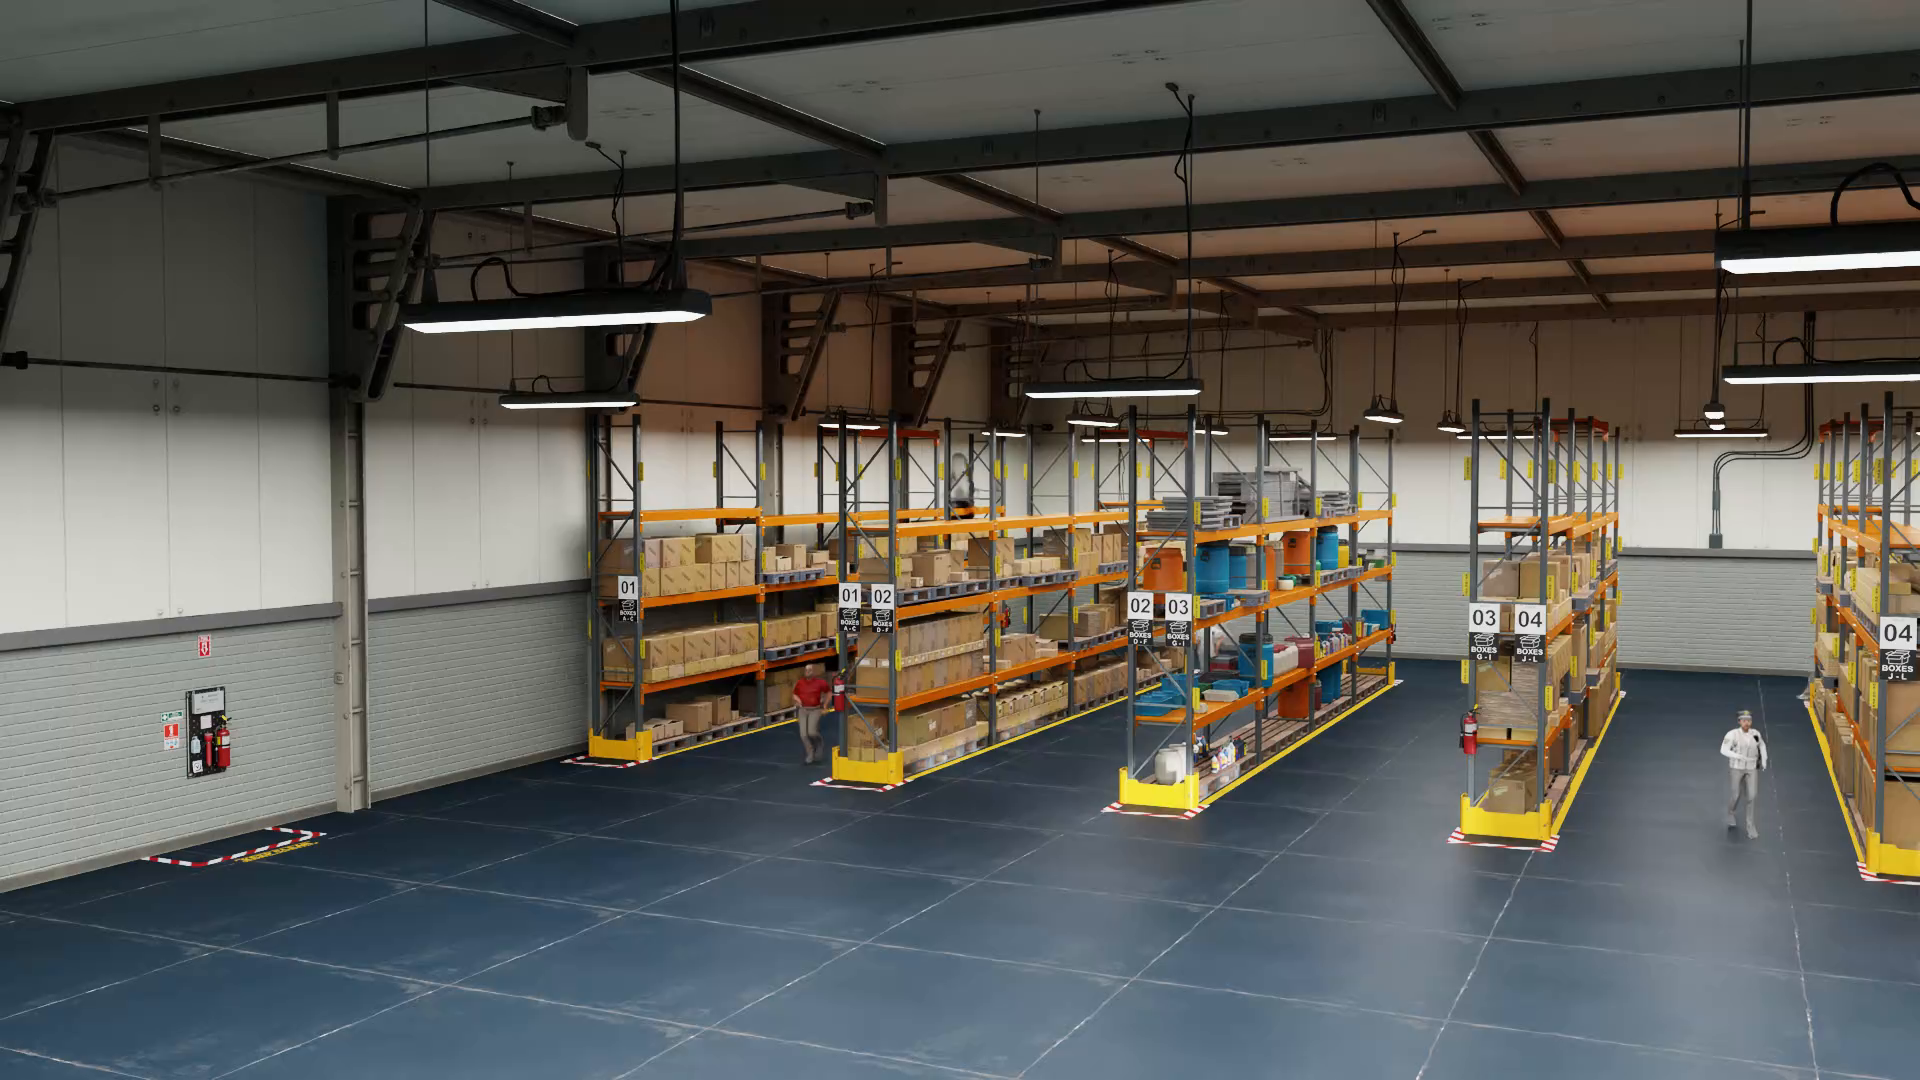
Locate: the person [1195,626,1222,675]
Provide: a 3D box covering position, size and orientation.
[{"bbox_3d":[5.567,2.587,37.567,0.611,1.827,0.801,1,3,22],"label":"person"}]

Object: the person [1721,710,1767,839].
[{"bbox_3d":[10.860,3.208,23.049,0.631,1.742,0.792,0,2,11],"label":"person"}]

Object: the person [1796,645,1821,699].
[{"bbox_3d":[18.806,2.714,36.327,0.873,1.564,0.602,0,2,4],"label":"person"}]

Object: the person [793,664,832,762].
[{"bbox_3d":[-2.583,2.982,28.555,0.652,1.682,0.602,1,2,14],"label":"person"}]
